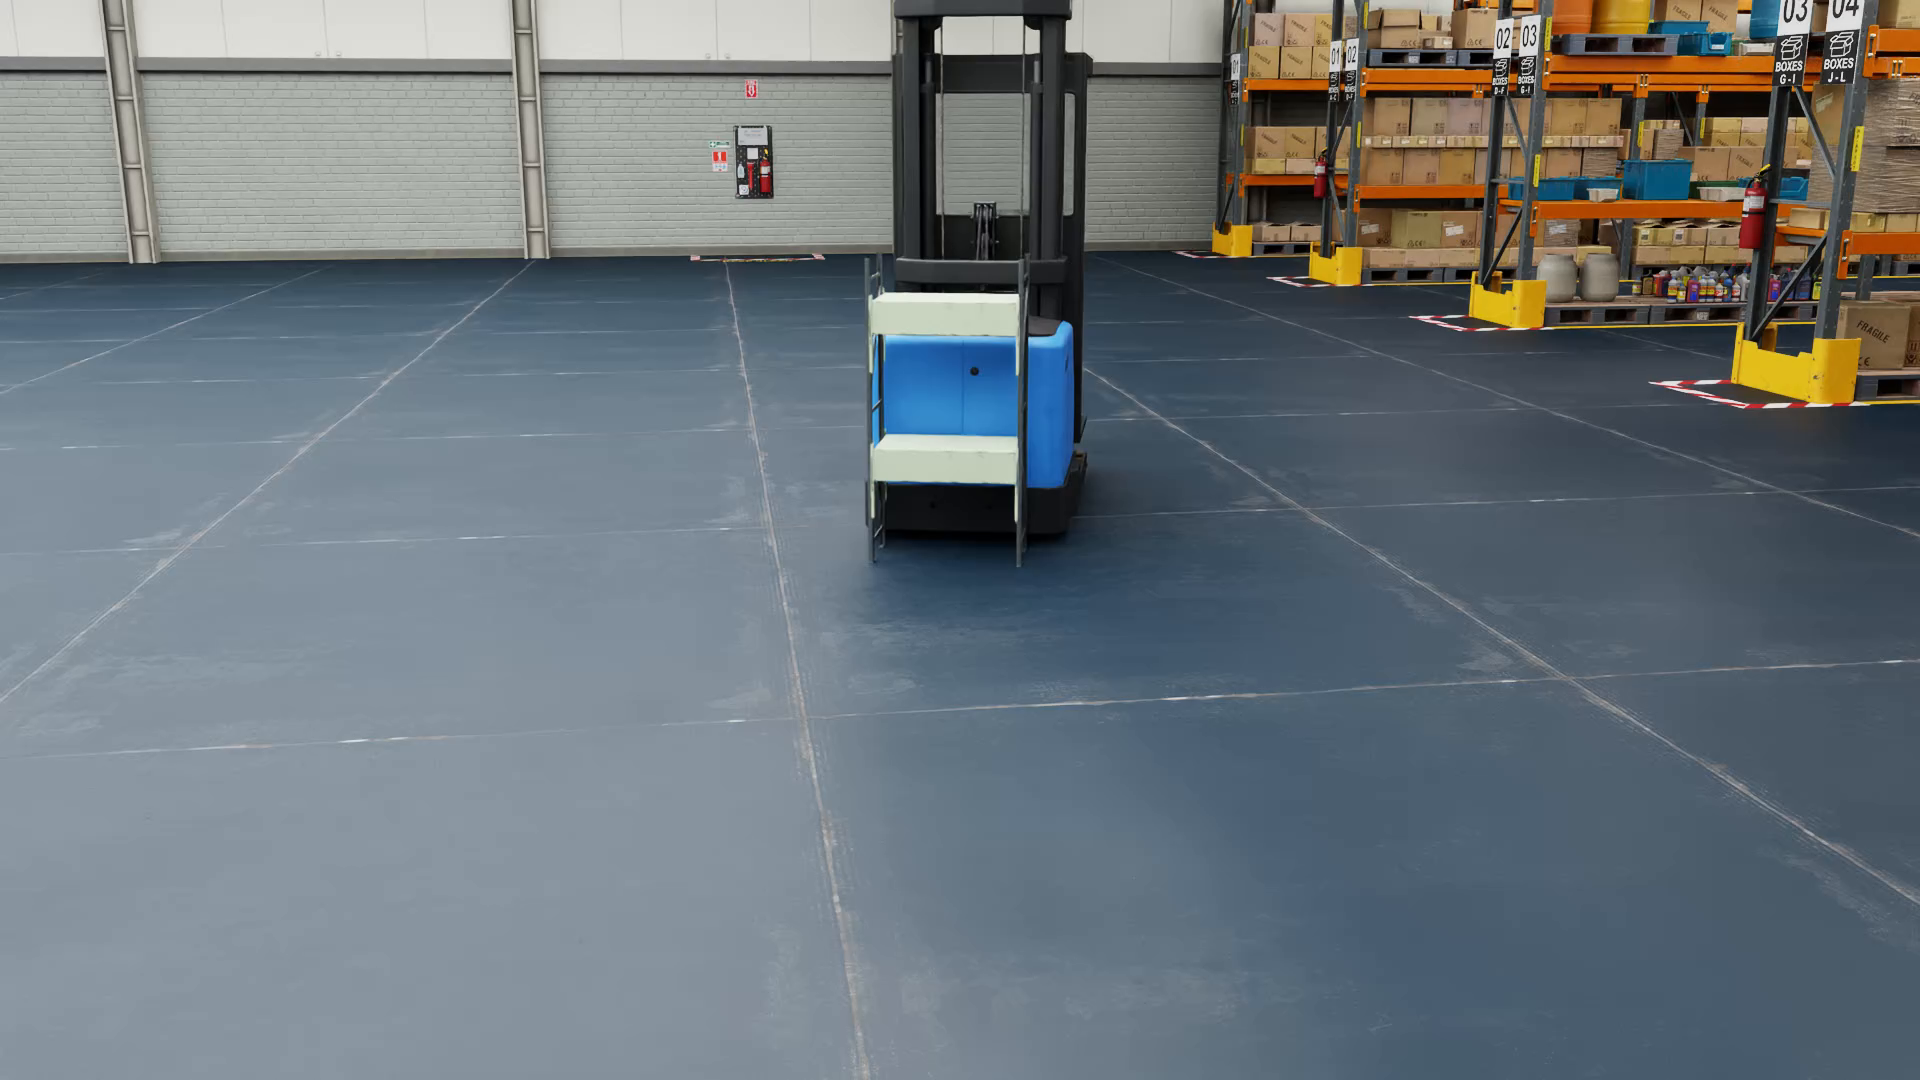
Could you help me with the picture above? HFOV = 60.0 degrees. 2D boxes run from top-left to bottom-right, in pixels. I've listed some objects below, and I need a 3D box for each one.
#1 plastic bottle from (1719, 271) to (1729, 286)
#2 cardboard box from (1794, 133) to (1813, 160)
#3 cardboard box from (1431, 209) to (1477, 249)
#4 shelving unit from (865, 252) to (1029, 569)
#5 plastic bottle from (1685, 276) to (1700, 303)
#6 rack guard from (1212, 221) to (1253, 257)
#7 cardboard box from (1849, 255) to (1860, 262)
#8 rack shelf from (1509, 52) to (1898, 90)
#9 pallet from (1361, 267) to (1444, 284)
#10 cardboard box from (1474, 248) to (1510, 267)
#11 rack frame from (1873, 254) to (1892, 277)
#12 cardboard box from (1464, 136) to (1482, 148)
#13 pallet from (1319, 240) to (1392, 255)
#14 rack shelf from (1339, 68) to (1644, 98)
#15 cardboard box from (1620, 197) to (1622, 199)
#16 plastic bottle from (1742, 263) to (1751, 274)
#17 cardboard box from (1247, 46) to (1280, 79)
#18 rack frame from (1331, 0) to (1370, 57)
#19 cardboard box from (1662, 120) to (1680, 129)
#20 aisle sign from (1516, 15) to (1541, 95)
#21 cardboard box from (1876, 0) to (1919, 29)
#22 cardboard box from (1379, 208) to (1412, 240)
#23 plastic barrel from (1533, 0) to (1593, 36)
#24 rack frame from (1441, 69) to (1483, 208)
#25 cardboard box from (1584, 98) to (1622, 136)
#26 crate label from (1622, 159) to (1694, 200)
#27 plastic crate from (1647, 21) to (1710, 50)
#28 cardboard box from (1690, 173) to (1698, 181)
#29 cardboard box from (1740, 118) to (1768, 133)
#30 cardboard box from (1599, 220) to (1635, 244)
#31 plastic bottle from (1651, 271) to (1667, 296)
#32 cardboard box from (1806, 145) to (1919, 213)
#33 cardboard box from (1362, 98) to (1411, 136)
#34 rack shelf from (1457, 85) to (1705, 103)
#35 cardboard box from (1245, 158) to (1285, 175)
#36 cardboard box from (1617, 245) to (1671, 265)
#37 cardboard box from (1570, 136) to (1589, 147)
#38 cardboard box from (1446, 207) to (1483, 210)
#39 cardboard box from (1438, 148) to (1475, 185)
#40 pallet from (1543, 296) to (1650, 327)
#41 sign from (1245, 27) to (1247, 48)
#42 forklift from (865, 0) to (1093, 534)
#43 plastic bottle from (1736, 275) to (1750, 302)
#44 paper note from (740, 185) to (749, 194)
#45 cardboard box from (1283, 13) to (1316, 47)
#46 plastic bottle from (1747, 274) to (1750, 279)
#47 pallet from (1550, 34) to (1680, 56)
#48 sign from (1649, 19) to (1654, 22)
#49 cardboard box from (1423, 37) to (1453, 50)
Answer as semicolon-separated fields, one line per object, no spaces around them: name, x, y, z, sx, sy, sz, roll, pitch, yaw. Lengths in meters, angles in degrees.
plastic bottle;8.705;-2.932;18.953;0.097;0.271;0.097;0;14;0
cardboard box;14.413;-6.735;28.552;0.500;0.500;0.500;-2;14;-7
cardboard box;6.752;-4.279;22.866;0.500;0.500;0.500;-2;14;-8
shelving unit;-0.055;-0.644;8.205;0.755;1.500;0.431;2;14;6
plastic bottle;8.002;-2.739;18.155;0.133;0.283;0.061;-2;14;-7
rack guard;4.535;-5.021;27.717;0.348;0.500;1.175;-2;14;-8
cardboard box;12.628;-4.122;23.780;0.500;0.250;0.500;-2;14;-7
rack shelf;7.913;-5.027;17.911;4.000;0.370;1.077;-2;14;-8
pallet;5.951;-3.725;23.141;1.213;0.211;1.003;-2;14;-8
cardboard box;7.248;-3.930;23.014;0.500;0.250;0.500;-2;14;-8
rack frame;13.112;-5.330;23.807;0.127;3.000;1.000;-2;14;-8
cardboard box;6.895;-5.412;22.598;0.250;0.149;0.380;-2;14;-9
pallet;6.547;-4.946;28.009;1.213;0.211;1.003;-2;14;-8
rack shelf;7.179;-6.218;22.663;4.000;0.370;1.077;-2;14;-8
cardboard box;11.093;-5.842;28.541;0.500;0.250;0.500;-2;14;-7
plastic bottle;9.031;-2.992;19.028;0.185;0.351;0.144;-2;14;-7
cardboard box;4.828;-7.696;26.831;0.500;0.500;0.500;-2;14;-7
rack frame;5.201;-7.950;21.921;0.127;3.000;1.000;-2;14;-8
cardboard box;12.034;-7.078;28.335;0.250;0.149;0.380;-4;15;-16
aisle sign;5.908;-5.036;17.292;0.004;0.787;0.394;-2;14;-8
cardboard box;7.188;-3.994;12.624;0.500;0.250;0.500;-2;14;-7
cardboard box;7.395;-5.330;28.042;0.500;0.500;0.500;-3;14;-13
plastic barrel;6.397;-5.763;17.623;0.708;0.830;0.600;-2;14;-8
rack frame;8.415;-6.376;27.980;0.127;3.000;1.000;-2;14;-8
cardboard box;8.719;-5.845;22.989;0.500;0.500;0.700;-2;14;-8
crate label;7.715;-3.997;18.421;0.616;0.435;0.502;-2;14;-8
plastic crate;7.777;-5.437;18.101;0.575;0.384;0.392;-2;14;-8
cardboard box;10.064;-5.046;23.192;0.250;0.149;0.380;-2;14;-8
cardboard box;13.389;-7.061;28.313;0.500;0.250;0.500;-2;14;-9
cardboard box;9.515;-4.410;23.778;0.500;0.311;0.500;-2;14;-8
plastic bottle;7.940;-2.915;18.873;0.135;0.276;0.152;-2;14;-8
cardboard box;7.222;-2.863;13.154;0.500;0.500;0.875;-2;14;-8
cardboard box;5.717;-5.733;22.544;0.500;0.500;0.700;-2;14;-8
rack shelf;10.393;-7.555;27.991;4.000;0.370;1.077;-2;14;-8
cardboard box;4.990;-6.109;27.184;0.500;0.250;0.500;-3;14;-10
cardboard box;9.593;-4.010;23.333;0.500;0.250;0.500;-2;14;-10
cardboard box;8.416;-5.468;22.819;0.250;0.149;0.380;-3;14;-10
cardboard box;7.169;-4.422;23.436;0.500;0.500;0.500;-2;14;-8
cardboard box;6.675;-5.139;22.841;0.500;0.500;0.700;-2;14;-8
pallet;6.808;-2.538;18.407;1.213;0.211;1.003;-2;14;-8
sign;4.541;-7.980;26.410;0.005;0.325;0.100;-2;14;-8
forklift;0.194;-1.760;9.716;1.130;2.935;3.031;2;14;7
plastic bottle;8.627;-2.769;18.292;0.135;0.276;0.152;-2;14;-7
paper note;-3.545;-5.750;27.293;0.142;0.148;0.016;-2;14;-8
cardboard box;5.380;-8.191;26.747;0.500;0.500;0.500;-2;14;-9
plastic bottle;8.747;-2.801;18.405;0.133;0.283;0.061;-2;14;-8
pallet;6.768;-5.218;17.583;1.213;0.211;1.003;-2;14;-8
sign;9.241;-6.795;22.260;0.005;0.325;0.100;-2;14;-8
cardboard box;6.391;-6.645;22.250;0.250;0.149;0.380;-2;14;-8
